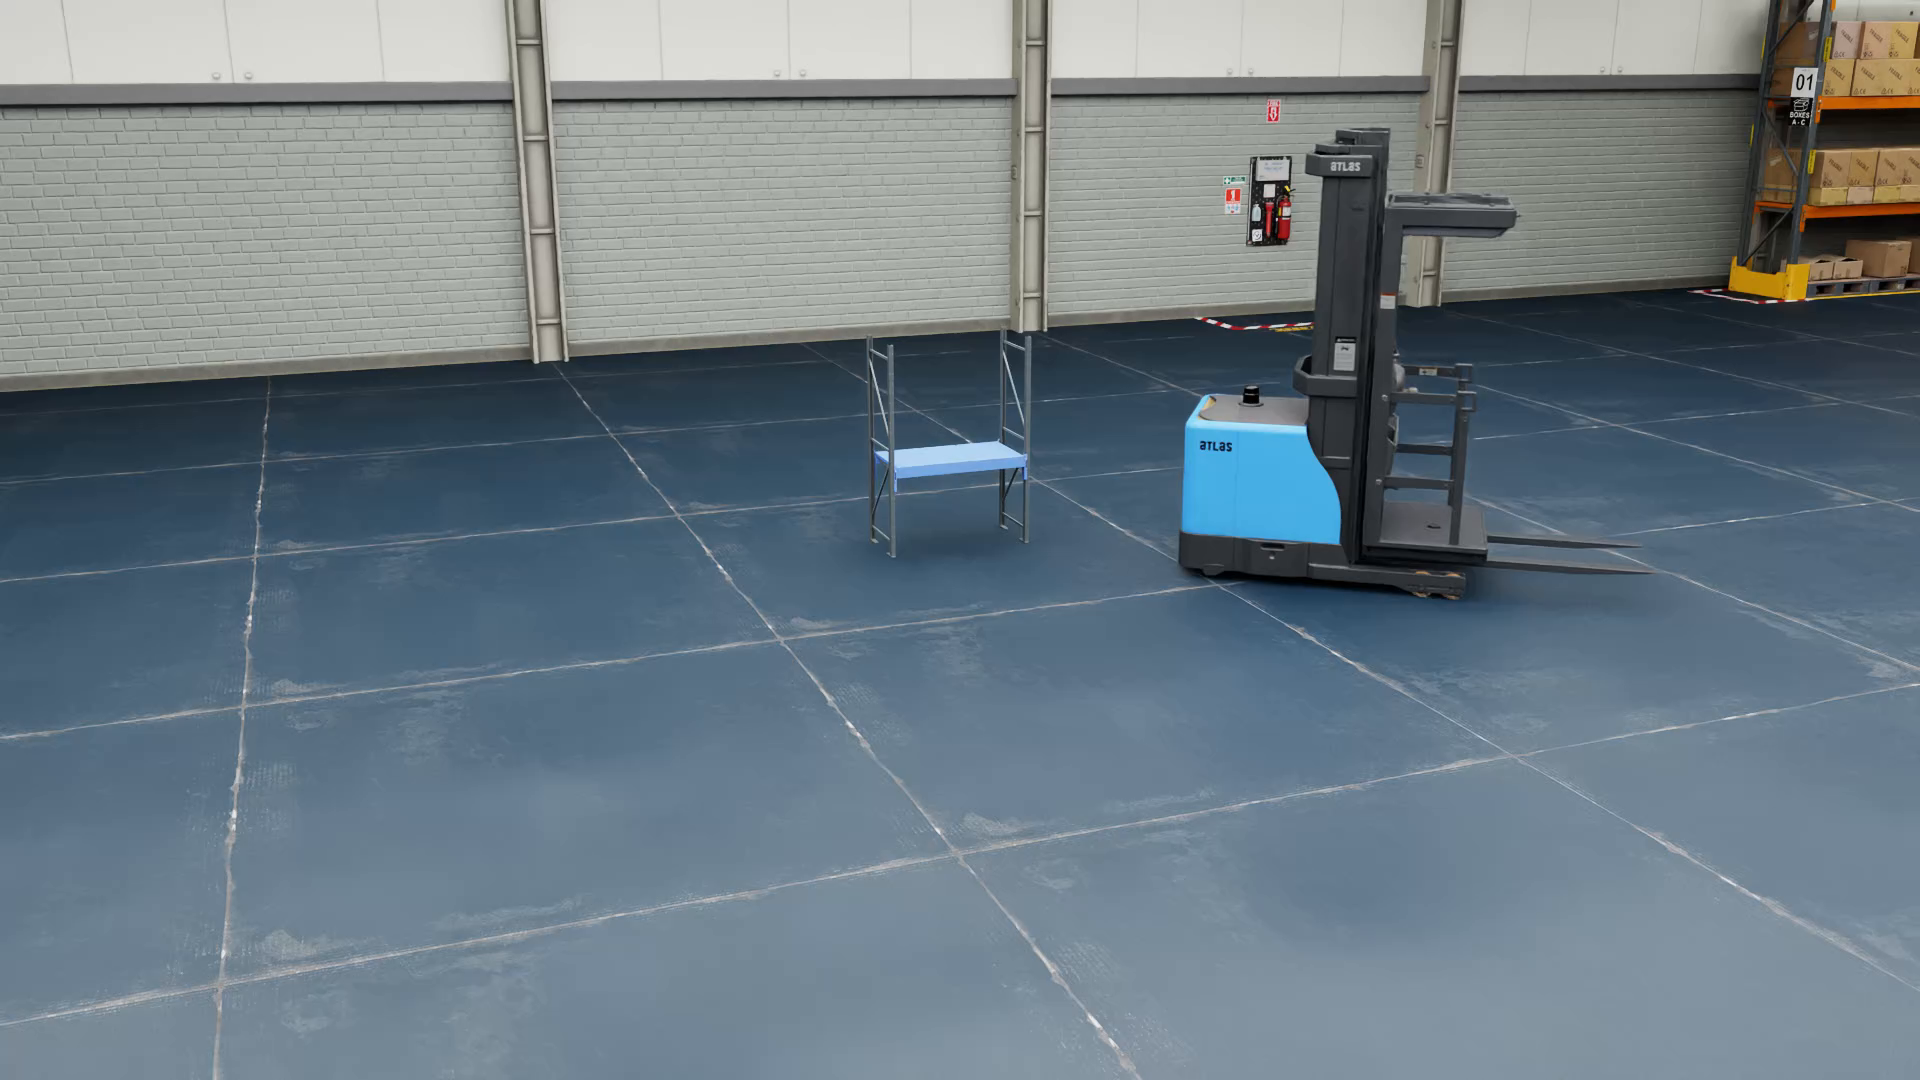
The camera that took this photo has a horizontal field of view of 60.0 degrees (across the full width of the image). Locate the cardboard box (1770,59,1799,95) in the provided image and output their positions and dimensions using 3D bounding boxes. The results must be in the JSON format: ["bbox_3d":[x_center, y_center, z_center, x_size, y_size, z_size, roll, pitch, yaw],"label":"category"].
[{"bbox_3d":[12.036,-6.637,23.840,0.500,0.500,0.500,-5,17,-16],"label":"cardboard box"}]

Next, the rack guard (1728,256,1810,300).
[{"bbox_3d":[11.807,-3.840,24.288,0.348,0.500,1.175,-6,17,-20],"label":"rack guard"}]

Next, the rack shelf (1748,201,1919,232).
[{"bbox_3d":[13.604,-4.888,24.698,4.000,0.370,1.077,-6,17,-20],"label":"rack shelf"}]

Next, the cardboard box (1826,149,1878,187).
[{"bbox_3d":[12.755,-5.346,23.878,0.500,0.500,0.500,-6,17,-20],"label":"cardboard box"}]

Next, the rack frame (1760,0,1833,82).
[{"bbox_3d":[11.736,-7.910,23.065,0.127,3.000,1.000,-6,17,-20],"label":"rack frame"}]

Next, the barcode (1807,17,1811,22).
[{"bbox_3d":[12.221,-7.490,23.939,0.075,0.075,0.001,-6,17,-20],"label":"barcode"}]

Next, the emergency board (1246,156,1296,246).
[{"bbox_3d":[4.157,-4.486,22.051,0.643,1.169,0.194,-6,17,-20],"label":"emergency board"}]

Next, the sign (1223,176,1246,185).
[{"bbox_3d":[3.611,-4.727,21.867,0.331,0.109,0.001,-6,17,-20],"label":"sign"}]

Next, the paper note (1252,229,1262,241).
[{"bbox_3d":[3.967,-4.064,22.176,0.142,0.148,0.016,-6,17,-20],"label":"paper note"}]

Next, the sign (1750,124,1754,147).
[{"bbox_3d":[11.557,-5.887,24.206,0.005,0.325,0.100,-6,17,-20],"label":"sign"}]

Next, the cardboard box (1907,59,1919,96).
[{"bbox_3d":[13.629,-6.654,23.898,0.500,0.500,0.500,-5,17,-17],"label":"cardboard box"}]

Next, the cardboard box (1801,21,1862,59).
[{"bbox_3d":[12.183,-6.983,23.244,0.500,0.500,0.500,-8,18,-24],"label":"cardboard box"}]

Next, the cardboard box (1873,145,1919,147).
[{"bbox_3d":[14.006,-5.640,24.881,0.500,0.500,0.500,-6,17,-19],"label":"cardboard box"}]

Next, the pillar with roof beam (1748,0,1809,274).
[{"bbox_3d":[13.621,-7.076,20.223,0.400,9.000,9.100,-6,17,-20],"label":"pillar with roof beam"}]

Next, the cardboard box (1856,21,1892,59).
[{"bbox_3d":[12.670,-7.021,23.371,0.500,0.500,0.500,-6,18,-21],"label":"cardboard box"}]

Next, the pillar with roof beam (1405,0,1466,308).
[{"bbox_3d":[8.018,-6.471,18.163,0.400,9.000,9.100,-6,17,-20],"label":"pillar with roof beam"}]

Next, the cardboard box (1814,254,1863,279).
[{"bbox_3d":[12.947,-4.056,24.579,0.500,0.311,0.500,-5,17,-15],"label":"cardboard box"}]

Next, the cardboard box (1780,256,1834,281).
[{"bbox_3d":[12.415,-3.999,24.384,0.500,0.311,0.500,-8,18,-26],"label":"cardboard box"}]

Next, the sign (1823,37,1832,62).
[{"bbox_3d":[11.931,-6.748,22.878,0.005,0.325,0.100,-6,17,-20],"label":"sign"}]

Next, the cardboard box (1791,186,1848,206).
[{"bbox_3d":[12.306,-4.935,23.811,0.500,0.250,0.500,-7,18,-22],"label":"cardboard box"}]

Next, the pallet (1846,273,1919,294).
[{"bbox_3d":[13.716,-3.896,24.991,1.213,0.211,1.003,-6,17,-20],"label":"pallet"}]

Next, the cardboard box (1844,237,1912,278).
[{"bbox_3d":[13.650,-4.208,24.760,0.500,0.500,0.700,-7,18,-24],"label":"cardboard box"}]

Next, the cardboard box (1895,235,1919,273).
[{"bbox_3d":[14.517,-4.332,25.181,0.500,0.500,0.500,-8,18,-24],"label":"cardboard box"}]

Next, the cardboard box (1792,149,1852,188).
[{"bbox_3d":[12.290,-5.298,23.717,0.500,0.500,0.500,-6,17,-20],"label":"cardboard box"}]

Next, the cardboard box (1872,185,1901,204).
[{"bbox_3d":[13.263,-5.041,24.172,0.500,0.250,0.500,-6,18,-21],"label":"cardboard box"}]

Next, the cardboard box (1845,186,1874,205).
[{"bbox_3d":[12.786,-4.991,24.002,0.500,0.250,0.500,-7,18,-22],"label":"cardboard box"}]

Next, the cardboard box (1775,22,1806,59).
[{"bbox_3d":[12.046,-7.121,23.712,0.500,0.500,0.500,-5,17,-18],"label":"cardboard box"}]

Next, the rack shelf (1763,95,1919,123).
[{"bbox_3d":[13.604,-6.328,24.275,4.000,0.370,1.077,-6,17,-20],"label":"rack shelf"}]

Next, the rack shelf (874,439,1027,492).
[{"bbox_3d":[-0.080,-0.538,11.908,1.000,0.185,0.538,-6,17,-20],"label":"rack shelf"}]

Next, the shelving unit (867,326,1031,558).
[{"bbox_3d":[-0.080,-0.711,11.858,1.048,1.500,0.538,-6,17,-20],"label":"shelving unit"}]

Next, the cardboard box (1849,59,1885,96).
[{"bbox_3d":[12.652,-6.541,23.514,0.500,0.500,0.500,-5,17,-16],"label":"cardboard box"}]

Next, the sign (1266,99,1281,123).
[{"bbox_3d":[4.113,-5.624,21.811,0.199,0.298,0.001,-6,17,-20],"label":"sign"}]

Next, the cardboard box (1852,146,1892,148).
[{"bbox_3d":[13.526,-5.585,24.693,0.500,0.500,0.500,-6,17,-19],"label":"cardboard box"}]

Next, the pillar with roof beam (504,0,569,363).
[{"bbox_3d":[-3.187,-5.261,14.043,0.400,9.000,9.100,-6,17,-20],"label":"pillar with roof beam"}]

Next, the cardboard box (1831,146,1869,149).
[{"bbox_3d":[13.055,-5.534,24.520,0.500,0.500,0.500,-7,18,-22],"label":"cardboard box"}]

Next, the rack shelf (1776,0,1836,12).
[{"bbox_3d":[13.604,-7.765,23.853,4.000,0.370,1.077,-6,17,-20],"label":"rack shelf"}]

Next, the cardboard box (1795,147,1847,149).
[{"bbox_3d":[12.574,-5.481,24.339,0.500,0.500,0.500,-6,17,-19],"label":"cardboard box"}]

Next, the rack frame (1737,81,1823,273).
[{"bbox_3d":[11.736,-5.032,23.910,0.127,3.000,1.000,-6,17,-20],"label":"rack frame"}]

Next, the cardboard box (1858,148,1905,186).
[{"bbox_3d":[13.240,-5.396,24.050,0.500,0.500,0.500,-7,18,-22],"label":"cardboard box"}]

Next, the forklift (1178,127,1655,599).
[{"bbox_3d":[3.058,-1.187,10.937,3.031,2.935,1.130,4,17,15],"label":"forklift"}]

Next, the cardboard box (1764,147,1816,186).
[{"bbox_3d":[12.101,-5.433,24.175,0.500,0.500,0.500,-6,18,-21],"label":"cardboard box"}]

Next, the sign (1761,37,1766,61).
[{"bbox_3d":[11.557,-7.044,23.867,0.005,0.325,0.100,-6,17,-20],"label":"sign"}]

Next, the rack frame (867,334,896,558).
[{"bbox_3d":[-0.554,-0.660,11.683,0.032,1.500,0.500,-6,17,-20],"label":"rack frame"}]

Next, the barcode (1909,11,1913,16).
[{"bbox_3d":[14.020,-7.759,24.501,0.075,0.075,0.001,-6,17,-20],"label":"barcode"}]

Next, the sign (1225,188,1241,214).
[{"bbox_3d":[3.603,-4.475,21.949,0.234,0.329,0.001,-6,17,-20],"label":"sign"}]

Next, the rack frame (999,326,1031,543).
[{"bbox_3d":[0.395,-0.762,12.032,0.032,1.500,0.500,-6,17,-20],"label":"rack frame"}]

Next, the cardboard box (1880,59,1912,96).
[{"bbox_3d":[13.136,-6.595,23.695,0.500,0.500,0.500,-5,17,-18],"label":"cardboard box"}]

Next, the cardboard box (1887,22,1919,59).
[{"bbox_3d":[13.144,-7.075,23.557,0.500,0.500,0.500,-6,17,-19],"label":"cardboard box"}]

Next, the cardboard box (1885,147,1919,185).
[{"bbox_3d":[13.717,-5.451,24.238,0.500,0.500,0.500,-6,17,-18],"label":"cardboard box"}]

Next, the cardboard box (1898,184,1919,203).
[{"bbox_3d":[13.736,-5.091,24.343,0.500,0.250,0.500,-6,17,-20],"label":"cardboard box"}]

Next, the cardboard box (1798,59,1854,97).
[{"bbox_3d":[12.138,-6.497,23.361,0.500,0.500,0.500,-6,17,-19],"label":"cardboard box"}]

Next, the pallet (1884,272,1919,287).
[{"bbox_3d":[14.857,-4.020,25.414,1.213,0.211,1.003,-6,17,-20],"label":"pallet"}]

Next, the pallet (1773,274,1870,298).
[{"bbox_3d":[12.579,-3.774,24.576,1.213,0.211,1.003,-6,17,-20],"label":"pallet"}]

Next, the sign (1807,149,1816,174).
[{"bbox_3d":[11.931,-5.305,23.302,0.005,0.325,0.100,-6,17,-20],"label":"sign"}]

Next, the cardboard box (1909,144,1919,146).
[{"bbox_3d":[14.474,-5.689,25.047,0.500,0.500,0.500,-6,17,-20],"label":"cardboard box"}]

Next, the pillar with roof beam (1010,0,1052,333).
[{"bbox_3d":[2.416,-5.866,16.103,0.400,9.000,9.100,-6,17,-20],"label":"pillar with roof beam"}]

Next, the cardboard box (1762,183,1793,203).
[{"bbox_3d":[12.104,-5.068,24.262,0.500,0.250,0.500,-6,17,-19],"label":"cardboard box"}]

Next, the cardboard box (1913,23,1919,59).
[{"bbox_3d":[14.109,-7.176,23.902,0.500,0.500,0.500,-7,18,-22],"label":"cardboard box"}]

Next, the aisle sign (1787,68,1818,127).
[{"bbox_3d":[11.777,-6.193,23.250,0.004,0.787,0.394,-6,17,-20],"label":"aisle sign"}]
